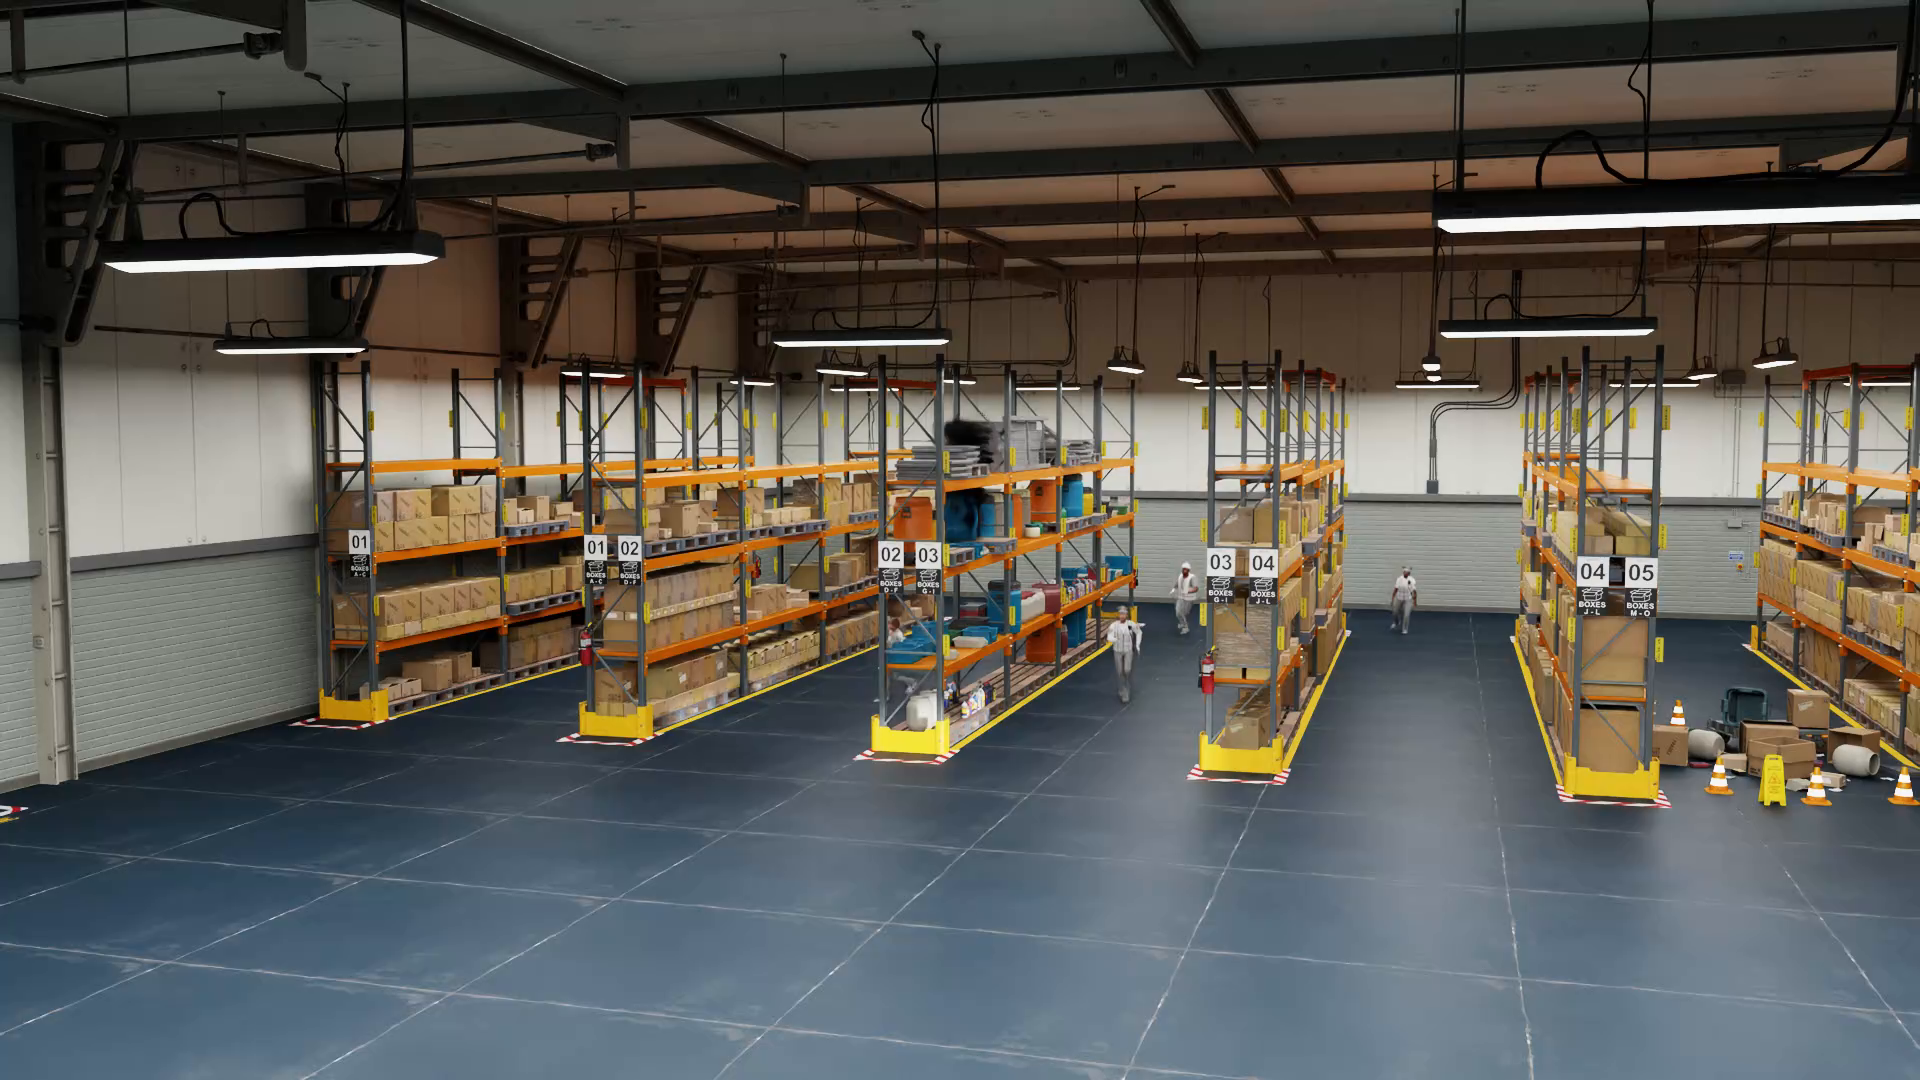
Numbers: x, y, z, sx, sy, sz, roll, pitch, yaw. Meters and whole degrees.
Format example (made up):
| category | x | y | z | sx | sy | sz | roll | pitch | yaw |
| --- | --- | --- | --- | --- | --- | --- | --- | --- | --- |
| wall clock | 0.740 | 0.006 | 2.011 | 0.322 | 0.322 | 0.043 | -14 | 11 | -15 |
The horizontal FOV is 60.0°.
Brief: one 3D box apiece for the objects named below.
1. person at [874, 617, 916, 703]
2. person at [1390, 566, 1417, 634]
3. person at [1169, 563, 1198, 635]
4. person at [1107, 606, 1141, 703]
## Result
| category | x | y | z | sx | sy | sz | roll | pitch | yaw |
| --- | --- | --- | --- | --- | --- | --- | --- | --- | --- |
| person | -1.085 | 2.126 | 29.604 | 0.822 | 1.547 | 0.595 | -3 | 5 | -34 |
| person | 10.451 | 1.395 | 39.154 | 0.681 | 1.618 | 0.618 | 2 | 5 | 25 |
| person | 5.320 | 1.377 | 39.219 | 0.815 | 1.712 | 0.664 | 3 | 5 | 38 |
| person | 2.933 | 2.036 | 29.775 | 0.584 | 1.739 | 0.811 | 1 | 4 | 12 |
